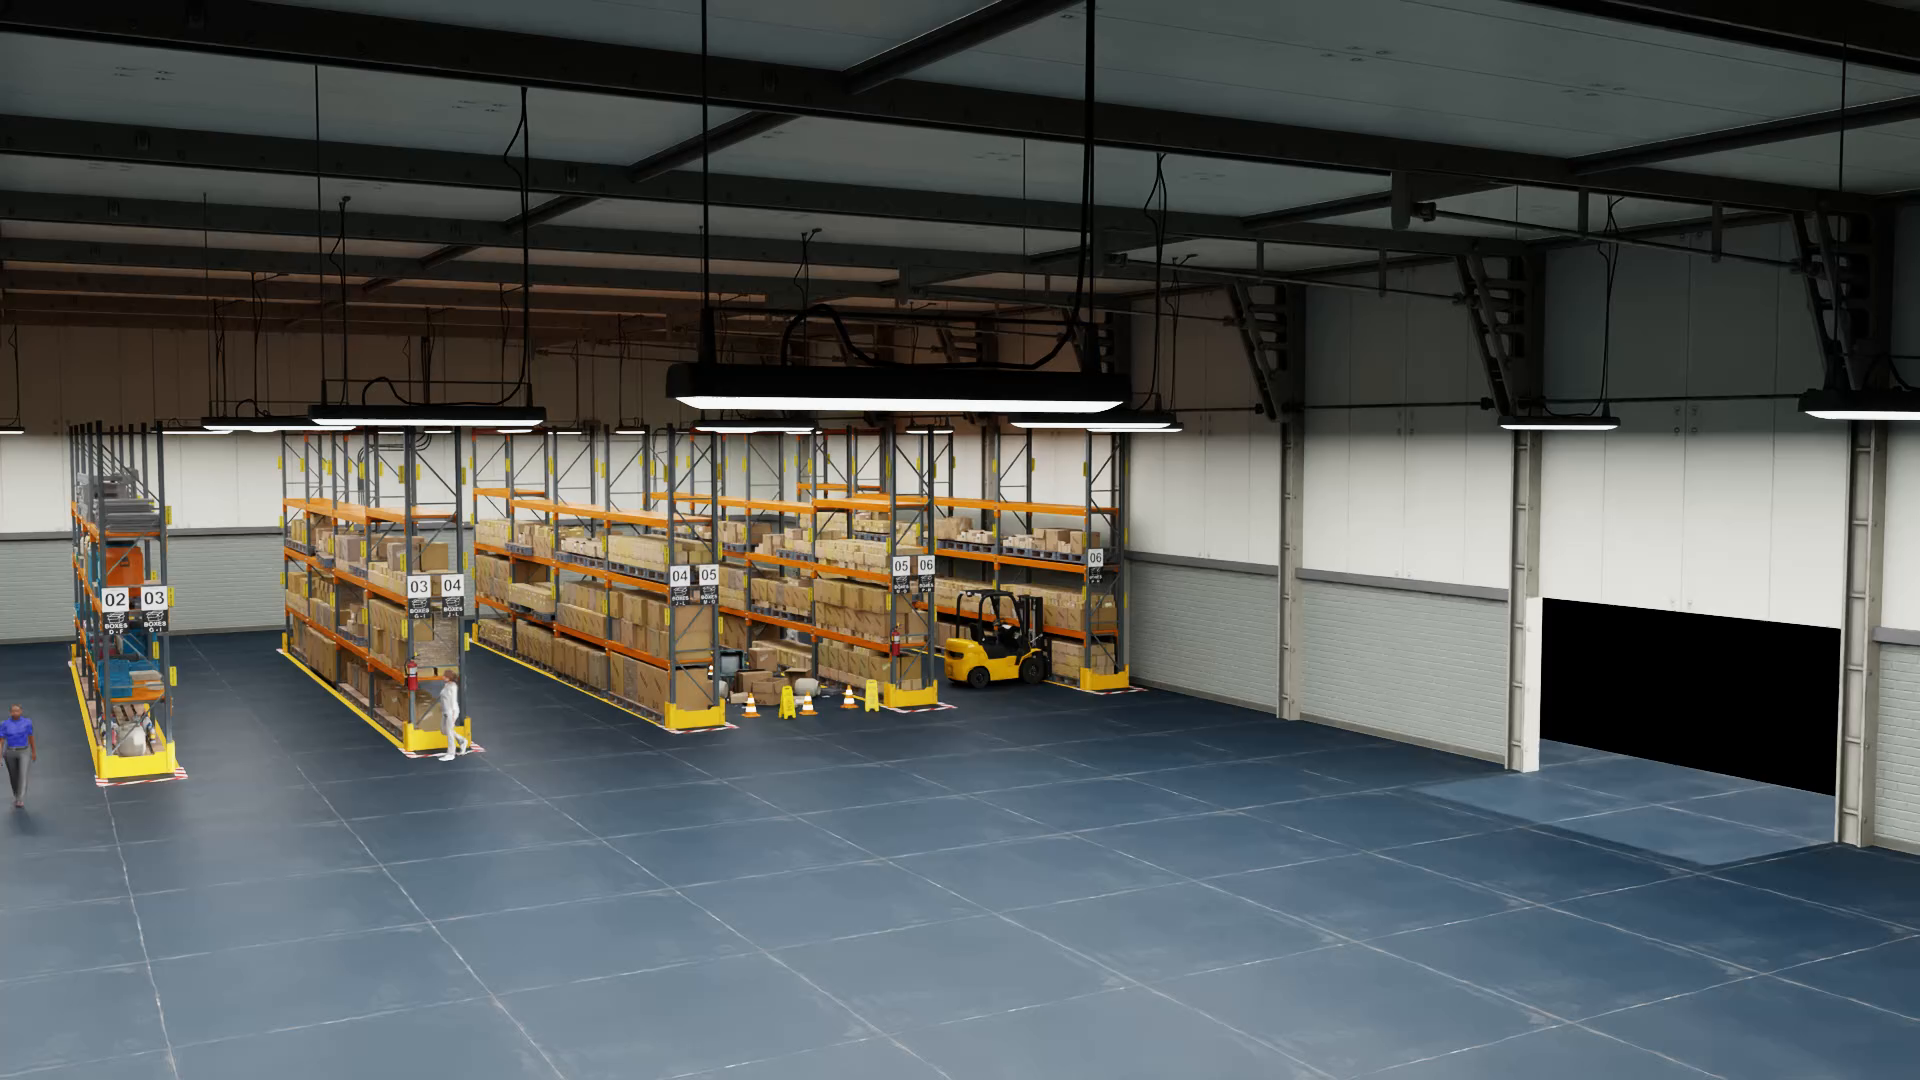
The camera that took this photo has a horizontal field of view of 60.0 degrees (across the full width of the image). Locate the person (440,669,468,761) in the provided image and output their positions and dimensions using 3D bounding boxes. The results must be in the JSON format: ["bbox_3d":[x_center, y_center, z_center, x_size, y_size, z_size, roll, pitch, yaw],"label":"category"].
[{"bbox_3d":[-9.000,3.088,29.536,0.567,1.599,0.409,-2,4,-33],"label":"person"}]

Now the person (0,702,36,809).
[{"bbox_3d":[-14.566,3.314,25.648,0.491,1.616,0.930,-1,4,-22],"label":"person"}]

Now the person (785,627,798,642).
[{"bbox_3d":[-4.641,1.968,46.182,0.601,1.772,0.488,-2,4,-29],"label":"person"}]
